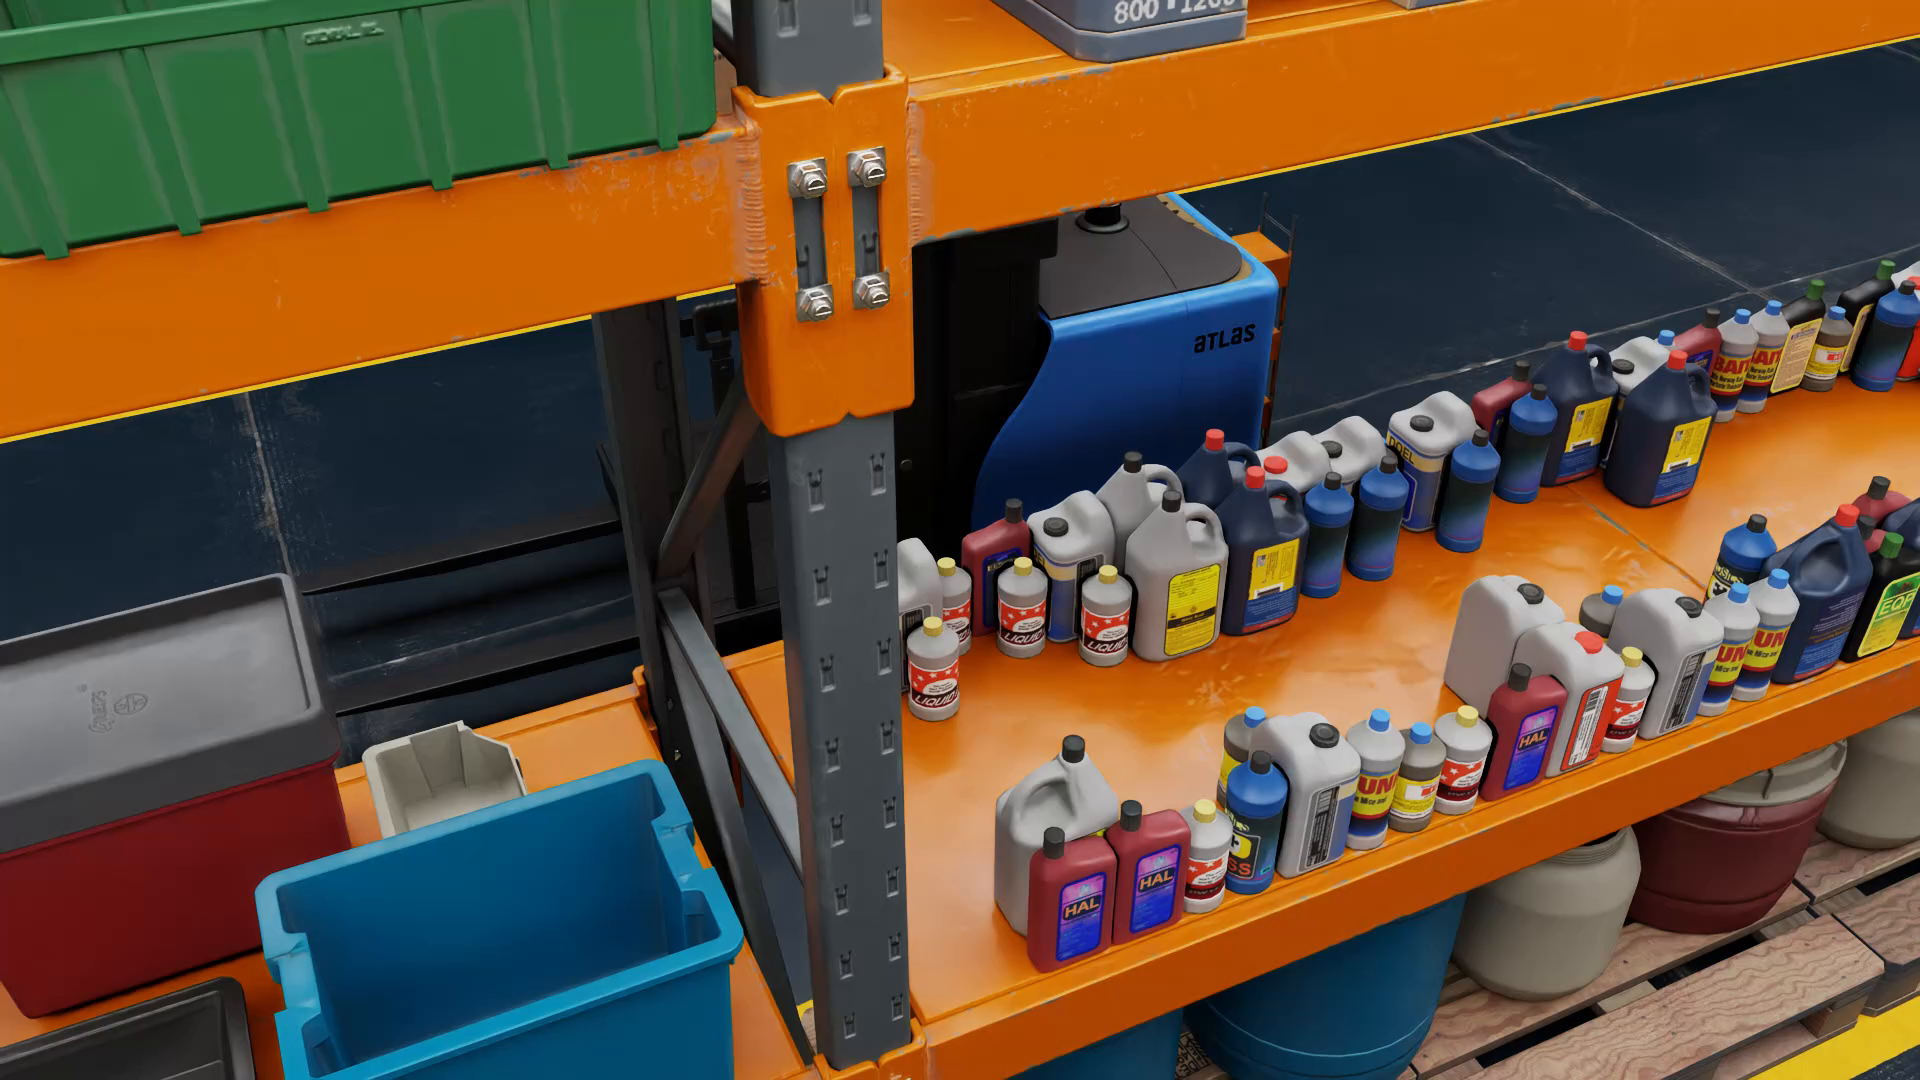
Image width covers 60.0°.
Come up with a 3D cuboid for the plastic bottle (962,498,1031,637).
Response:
[{"bbox_3d":[0.071,0.052,3.259,0.133,0.283,0.061,-16,39,-20],"label":"plastic bottle"}]

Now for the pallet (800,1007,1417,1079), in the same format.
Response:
[{"bbox_3d":[0.377,1.310,3.807,1.213,0.211,1.003,-16,39,-20],"label":"pallet"}]

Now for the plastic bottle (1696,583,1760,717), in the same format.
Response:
[{"bbox_3d":[1.407,0.195,3.077,0.097,0.271,0.097,0,37,0],"label":"plastic bottle"}]

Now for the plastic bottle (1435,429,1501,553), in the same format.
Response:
[{"bbox_3d":[1.070,-0.110,3.488,0.097,0.271,0.097,0,37,0],"label":"plastic bottle"}]

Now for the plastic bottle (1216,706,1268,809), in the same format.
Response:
[{"bbox_3d":[0.504,0.376,2.892,0.097,0.201,0.097,0,37,0],"label":"plastic bottle"}]

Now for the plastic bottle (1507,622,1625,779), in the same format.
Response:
[{"bbox_3d":[1.080,0.266,2.977,0.135,0.276,0.152,-16,39,-20],"label":"plastic bottle"}]

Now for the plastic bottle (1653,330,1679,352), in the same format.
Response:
[{"bbox_3d":[1.591,-0.356,3.820,0.097,0.271,0.097,0,37,0],"label":"plastic bottle"}]

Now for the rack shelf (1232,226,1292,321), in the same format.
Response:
[{"bbox_3d":[0.944,-0.875,5.590,0.240,0.259,0.215,-14,39,-18],"label":"rack shelf"}]

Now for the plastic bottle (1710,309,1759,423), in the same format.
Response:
[{"bbox_3d":[1.800,-0.414,3.899,0.097,0.271,0.097,0,37,0],"label":"plastic bottle"}]

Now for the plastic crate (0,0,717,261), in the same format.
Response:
[{"bbox_3d":[-0.594,-0.487,1.548,0.662,0.188,0.450,-16,39,-20],"label":"plastic crate"}]

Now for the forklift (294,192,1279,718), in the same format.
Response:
[{"bbox_3d":[-0.580,-1.031,4.680,3.031,2.935,1.130,-14,39,-18],"label":"forklift"}]

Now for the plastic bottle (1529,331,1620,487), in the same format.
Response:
[{"bbox_3d":[1.351,-0.305,3.685,0.185,0.351,0.144,-16,39,-20],"label":"plastic bottle"}]

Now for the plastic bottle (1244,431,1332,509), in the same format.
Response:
[{"bbox_3d":[0.668,-0.082,3.446,0.135,0.276,0.152,-16,39,-20],"label":"plastic bottle"}]

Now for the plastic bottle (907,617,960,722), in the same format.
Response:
[{"bbox_3d":[-0.049,0.231,3.087,0.097,0.201,0.097,0,37,0],"label":"plastic bottle"}]

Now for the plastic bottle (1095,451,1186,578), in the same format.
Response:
[{"bbox_3d":[0.354,-0.027,3.309,0.185,0.351,0.144,-16,39,-20],"label":"plastic bottle"}]

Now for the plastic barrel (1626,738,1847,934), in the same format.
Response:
[{"bbox_3d":[1.824,0.569,4.137,0.708,0.588,0.600,-16,39,-20],"label":"plastic barrel"}]

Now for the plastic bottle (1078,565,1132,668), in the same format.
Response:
[{"bbox_3d":[0.281,0.138,3.212,0.097,0.201,0.097,0,37,0],"label":"plastic bottle"}]

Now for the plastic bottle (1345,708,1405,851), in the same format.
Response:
[{"bbox_3d":[0.690,0.395,2.807,0.097,0.271,0.097,0,37,0],"label":"plastic bottle"}]

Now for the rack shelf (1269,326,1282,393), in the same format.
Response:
[{"bbox_3d":[0.944,-0.647,5.759,0.240,0.259,0.215,-14,39,-18],"label":"rack shelf"}]

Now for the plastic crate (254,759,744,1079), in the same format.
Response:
[{"bbox_3d":[-0.616,0.647,2.323,0.575,0.384,0.392,-16,39,-20],"label":"plastic crate"}]

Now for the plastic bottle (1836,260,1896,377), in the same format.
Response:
[{"bbox_3d":[2.194,-0.541,4.060,0.133,0.283,0.061,-16,39,-20],"label":"plastic bottle"}]

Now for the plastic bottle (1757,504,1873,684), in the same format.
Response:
[{"bbox_3d":[1.613,0.090,3.152,0.185,0.351,0.144,-16,39,-20],"label":"plastic bottle"}]

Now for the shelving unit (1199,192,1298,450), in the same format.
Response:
[{"bbox_3d":[0.944,-0.655,5.752,0.252,1.050,0.215,-14,39,-18],"label":"shelving unit"}]

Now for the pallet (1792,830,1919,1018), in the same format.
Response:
[{"bbox_3d":[2.586,0.692,4.639,1.213,0.211,1.003,-16,39,-20],"label":"pallet"}]

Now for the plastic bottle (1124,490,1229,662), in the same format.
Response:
[{"bbox_3d":[0.416,0.051,3.205,0.185,0.351,0.144,-16,39,-20],"label":"plastic bottle"}]

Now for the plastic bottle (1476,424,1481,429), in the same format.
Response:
[{"bbox_3d":[1.093,-0.189,3.653,0.097,0.201,0.097,0,37,0],"label":"plastic bottle"}]

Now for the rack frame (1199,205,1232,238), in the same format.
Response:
[{"bbox_3d":[0.831,-0.627,5.714,0.008,1.050,0.200,-14,39,-18],"label":"rack frame"}]

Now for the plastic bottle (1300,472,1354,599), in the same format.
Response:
[{"bbox_3d":[0.738,-0.017,3.363,0.097,0.271,0.097,0,37,0],"label":"plastic bottle"}]

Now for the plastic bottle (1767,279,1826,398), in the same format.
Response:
[{"bbox_3d":[1.985,-0.483,3.981,0.133,0.283,0.061,-16,39,-20],"label":"plastic bottle"}]

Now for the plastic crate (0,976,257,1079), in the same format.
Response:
[{"bbox_3d":[-1.238,0.877,2.230,0.590,0.125,0.437,-16,39,-20],"label":"plastic crate"}]

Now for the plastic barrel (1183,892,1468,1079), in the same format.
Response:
[{"bbox_3d":[0.802,0.729,3.658,0.708,0.901,0.600,-16,39,-20],"label":"plastic barrel"}]

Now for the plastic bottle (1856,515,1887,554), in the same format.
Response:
[{"bbox_3d":[1.749,0.067,3.240,0.133,0.283,0.061,-16,39,-20],"label":"plastic bottle"}]

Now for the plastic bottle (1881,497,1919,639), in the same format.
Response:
[{"bbox_3d":[1.901,0.010,3.261,0.185,0.351,0.144,-16,39,-20],"label":"plastic bottle"}]

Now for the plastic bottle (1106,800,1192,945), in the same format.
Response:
[{"bbox_3d":[0.295,0.513,2.638,0.133,0.283,0.061,-16,39,-20],"label":"plastic bottle"}]

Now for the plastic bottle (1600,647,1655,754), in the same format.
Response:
[{"bbox_3d":[1.197,0.282,3.019,0.097,0.201,0.097,0,37,0],"label":"plastic bottle"}]

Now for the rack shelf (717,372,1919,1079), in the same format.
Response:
[{"bbox_3d":[1.472,0.145,3.640,4.000,0.370,1.077,-16,39,-20],"label":"rack shelf"}]

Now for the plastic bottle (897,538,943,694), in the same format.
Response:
[{"bbox_3d":[-0.119,0.138,3.150,0.135,0.276,0.152,-16,39,-20],"label":"plastic bottle"}]

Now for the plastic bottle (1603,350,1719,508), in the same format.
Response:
[{"bbox_3d":[1.538,-0.257,3.621,0.185,0.351,0.144,-16,39,-20],"label":"plastic bottle"}]

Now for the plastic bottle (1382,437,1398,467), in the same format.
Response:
[{"bbox_3d":[0.883,-0.130,3.574,0.097,0.201,0.097,0,37,0],"label":"plastic bottle"}]

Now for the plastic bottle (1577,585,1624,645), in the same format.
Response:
[{"bbox_3d":[1.220,0.175,3.163,0.097,0.201,0.097,0,37,0],"label":"plastic bottle"}]

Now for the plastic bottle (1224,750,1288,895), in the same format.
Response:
[{"bbox_3d":[0.480,0.454,2.728,0.097,0.271,0.097,0,37,0],"label":"plastic bottle"}]

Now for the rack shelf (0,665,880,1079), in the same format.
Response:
[{"bbox_3d":[-2.149,1.158,2.275,4.000,0.370,1.077,-16,39,-20],"label":"rack shelf"}]

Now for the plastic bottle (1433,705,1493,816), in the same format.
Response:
[{"bbox_3d":[0.866,0.374,2.894,0.097,0.201,0.097,0,37,0],"label":"plastic bottle"}]
